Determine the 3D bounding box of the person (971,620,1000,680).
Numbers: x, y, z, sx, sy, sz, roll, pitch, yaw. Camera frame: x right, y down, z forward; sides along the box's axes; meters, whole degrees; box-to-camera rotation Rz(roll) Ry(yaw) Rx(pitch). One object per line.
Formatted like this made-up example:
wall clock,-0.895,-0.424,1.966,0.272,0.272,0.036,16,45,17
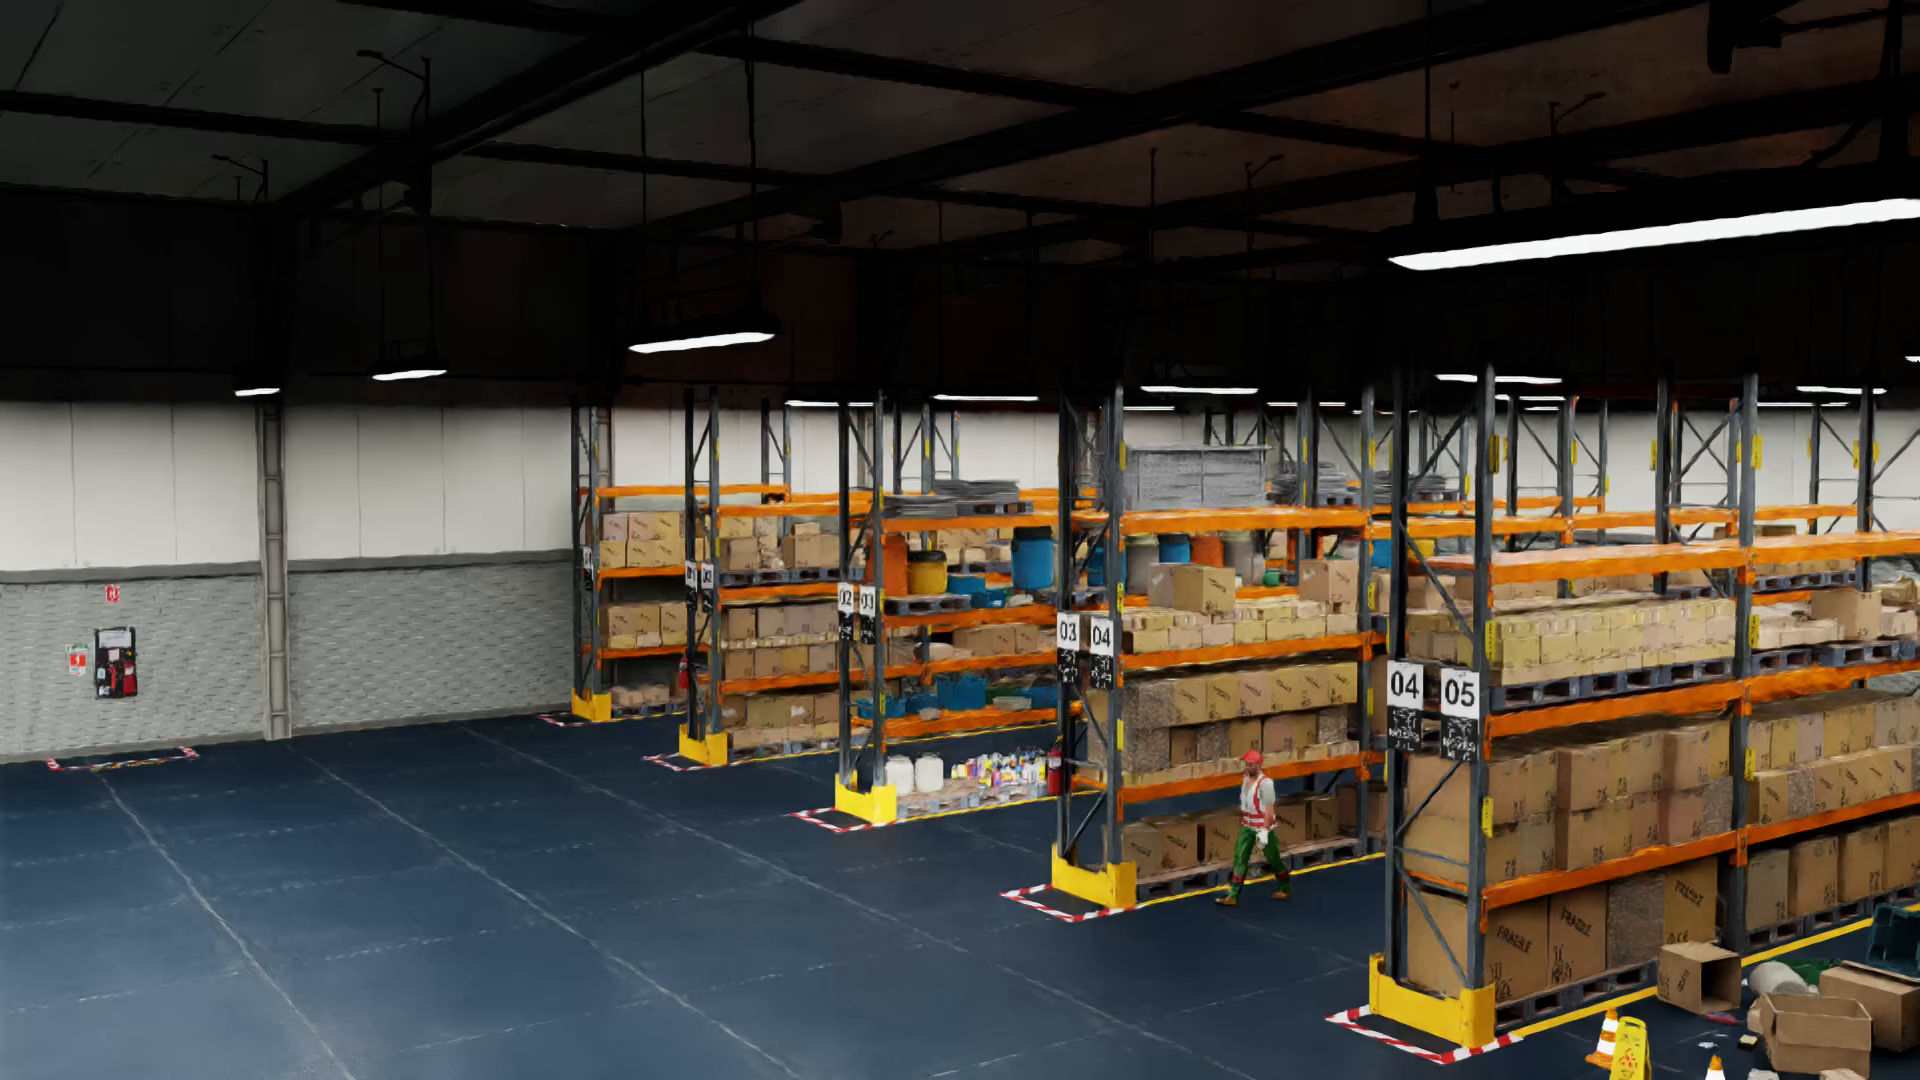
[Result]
person,0.406,2.291,34.285,1.110,1.590,0.448,-2,4,-32

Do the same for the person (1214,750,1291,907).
person,3.281,3.185,18.440,1.044,1.736,0.565,-2,4,-36
